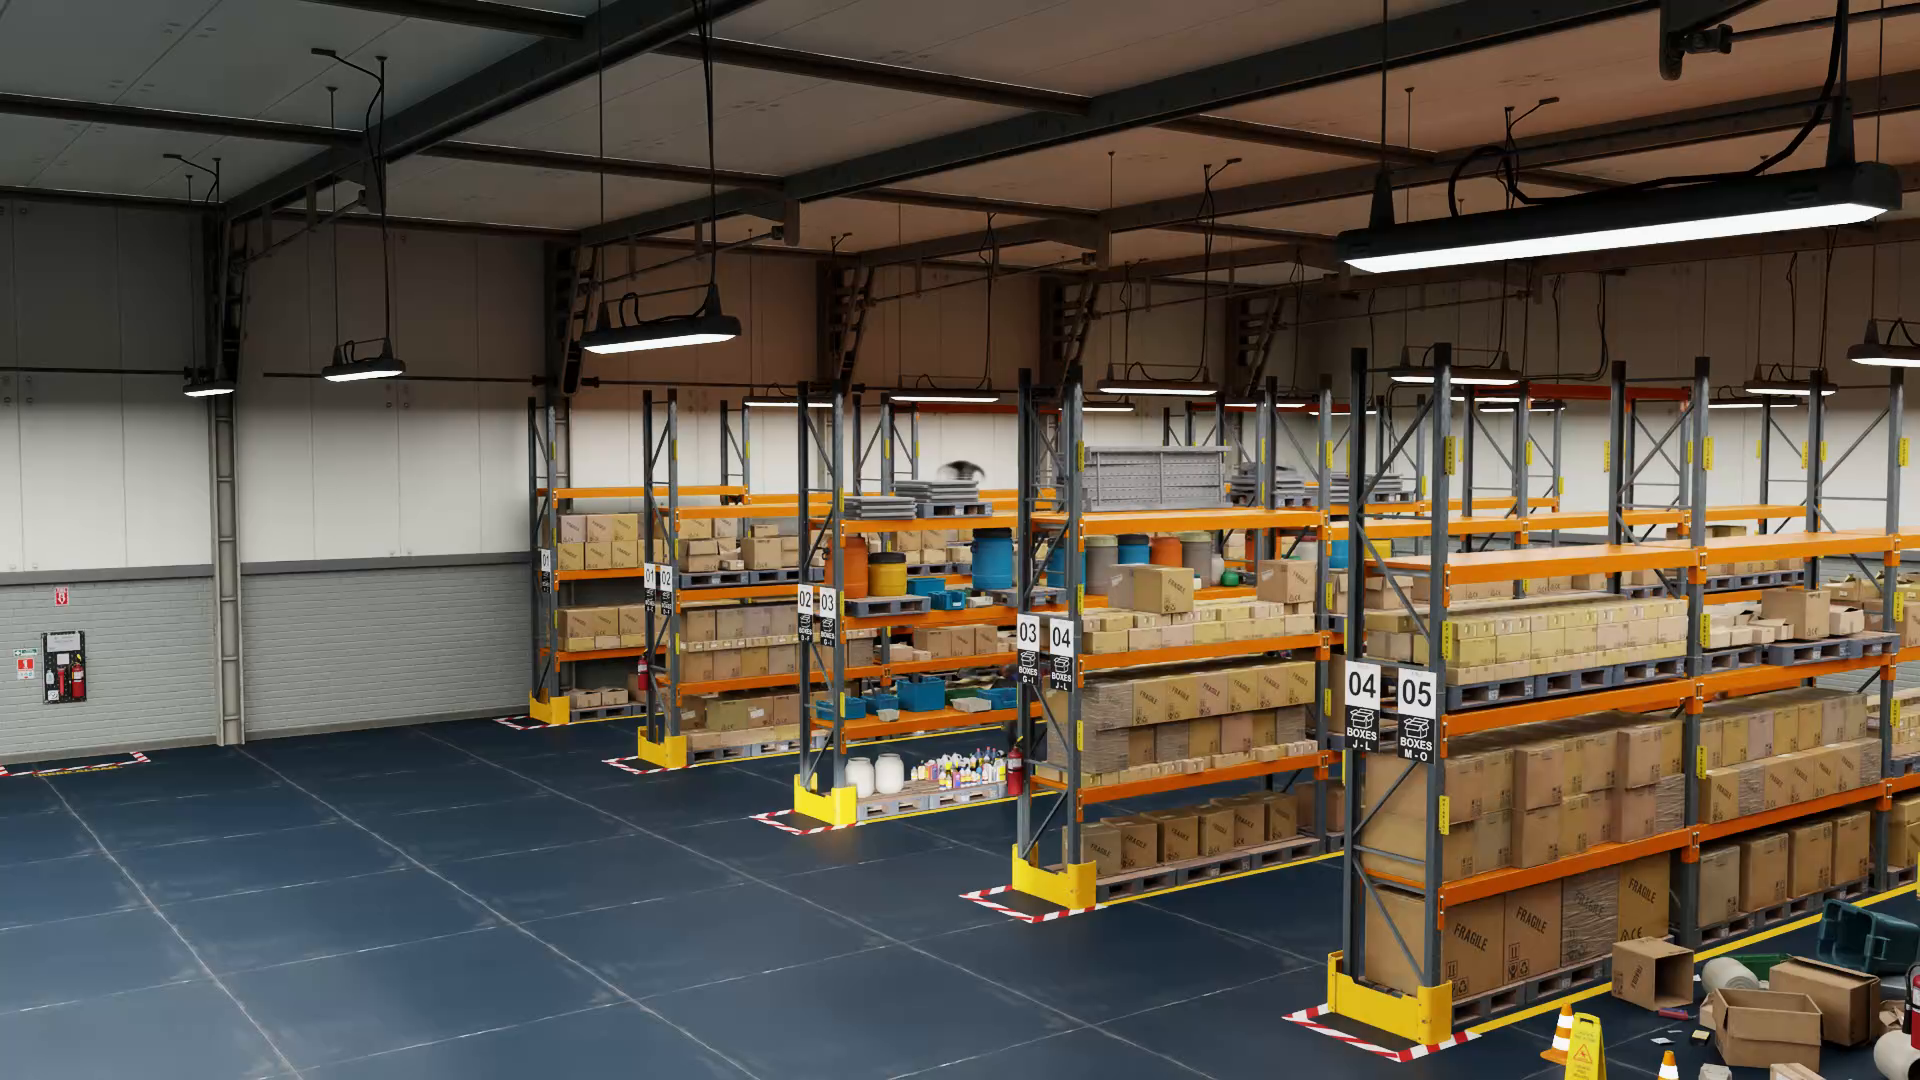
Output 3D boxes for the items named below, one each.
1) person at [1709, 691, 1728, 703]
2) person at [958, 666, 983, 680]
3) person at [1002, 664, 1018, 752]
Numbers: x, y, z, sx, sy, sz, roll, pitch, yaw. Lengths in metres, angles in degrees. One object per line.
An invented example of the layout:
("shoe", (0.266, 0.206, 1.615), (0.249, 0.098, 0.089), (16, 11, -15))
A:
("person", (11.075, 2.961, 24.191), (0.861, 1.507, 0.544), (-3, 4, -37))
("person", (0.162, 2.476, 33.485), (0.789, 1.436, 0.561), (-2, 4, -30))
("person", (0.961, 2.785, 27.129), (0.652, 1.579, 0.575), (-1, 4, -17))
